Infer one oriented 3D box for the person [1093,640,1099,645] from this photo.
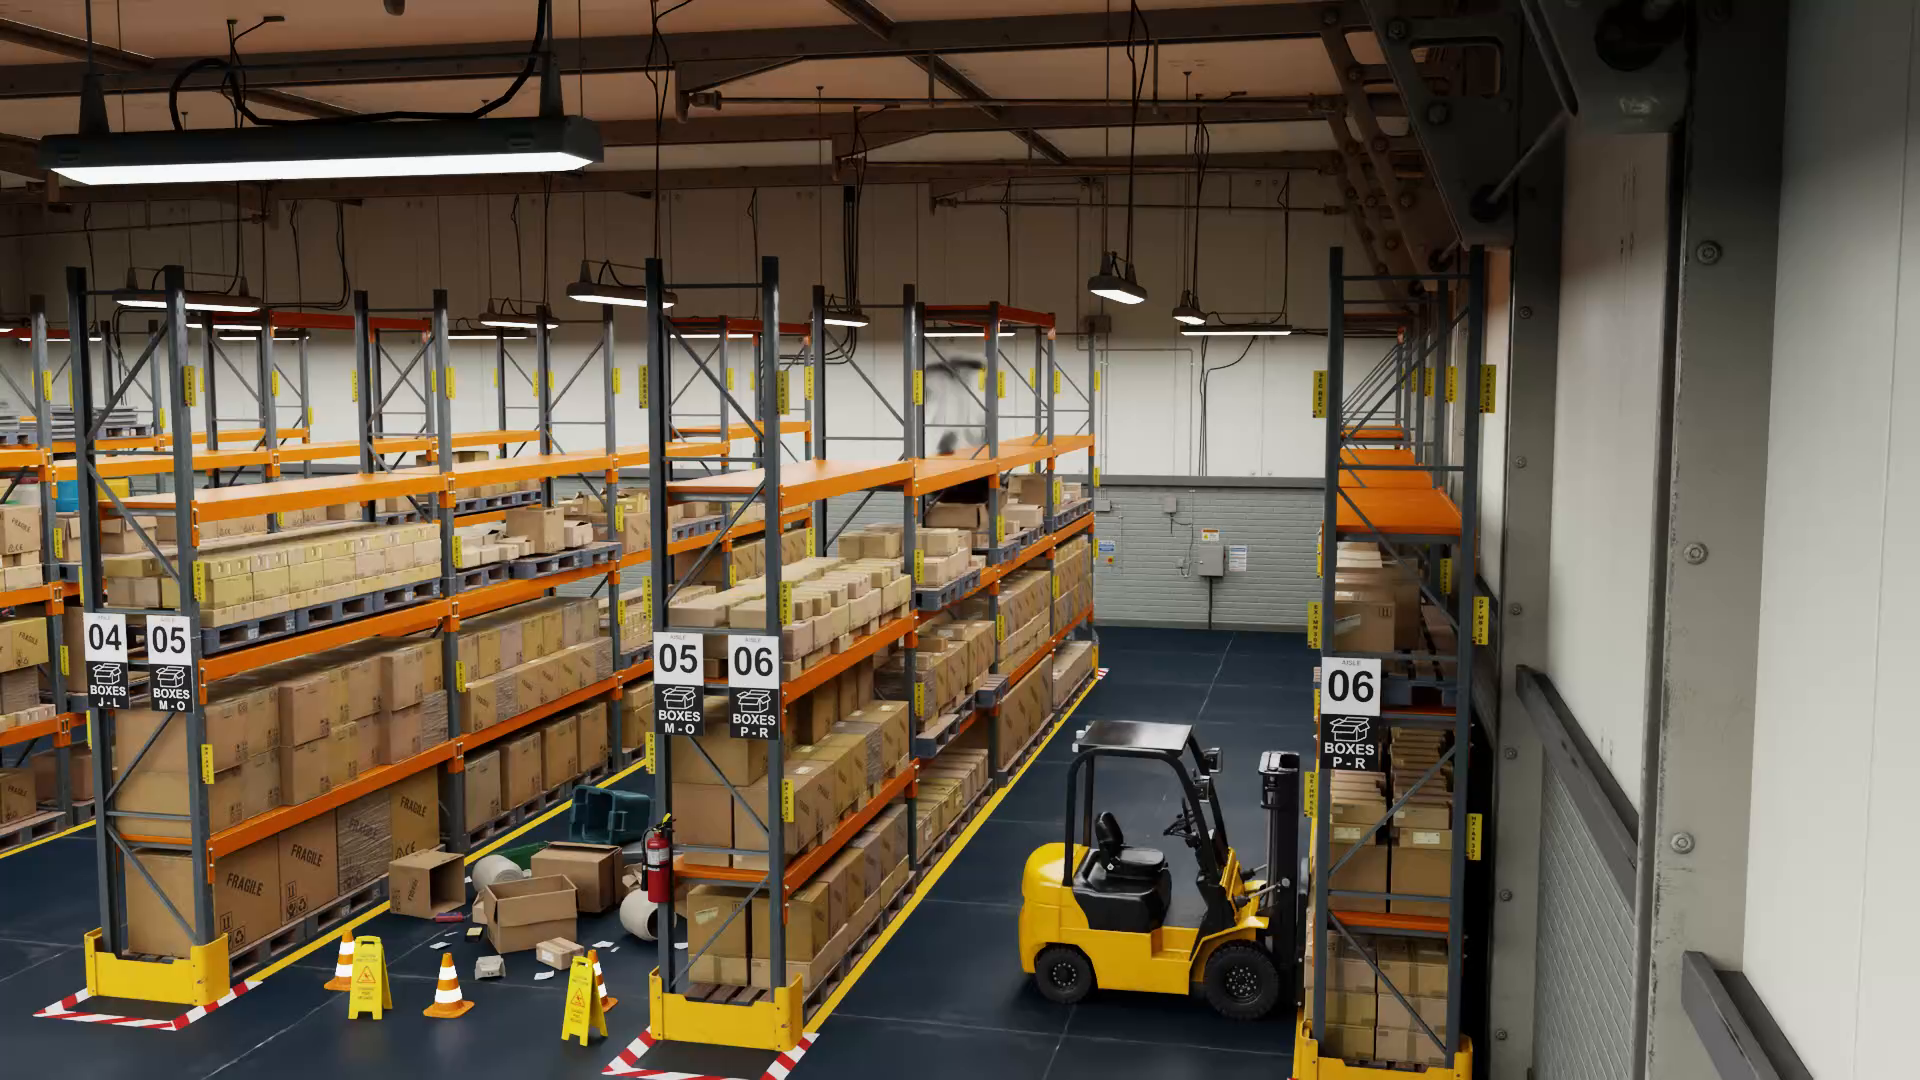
[{"bbox_3d":[2.203,1.153,31.013,0.757,1.835,0.520,-1,6,-7],"label":"person"}]
